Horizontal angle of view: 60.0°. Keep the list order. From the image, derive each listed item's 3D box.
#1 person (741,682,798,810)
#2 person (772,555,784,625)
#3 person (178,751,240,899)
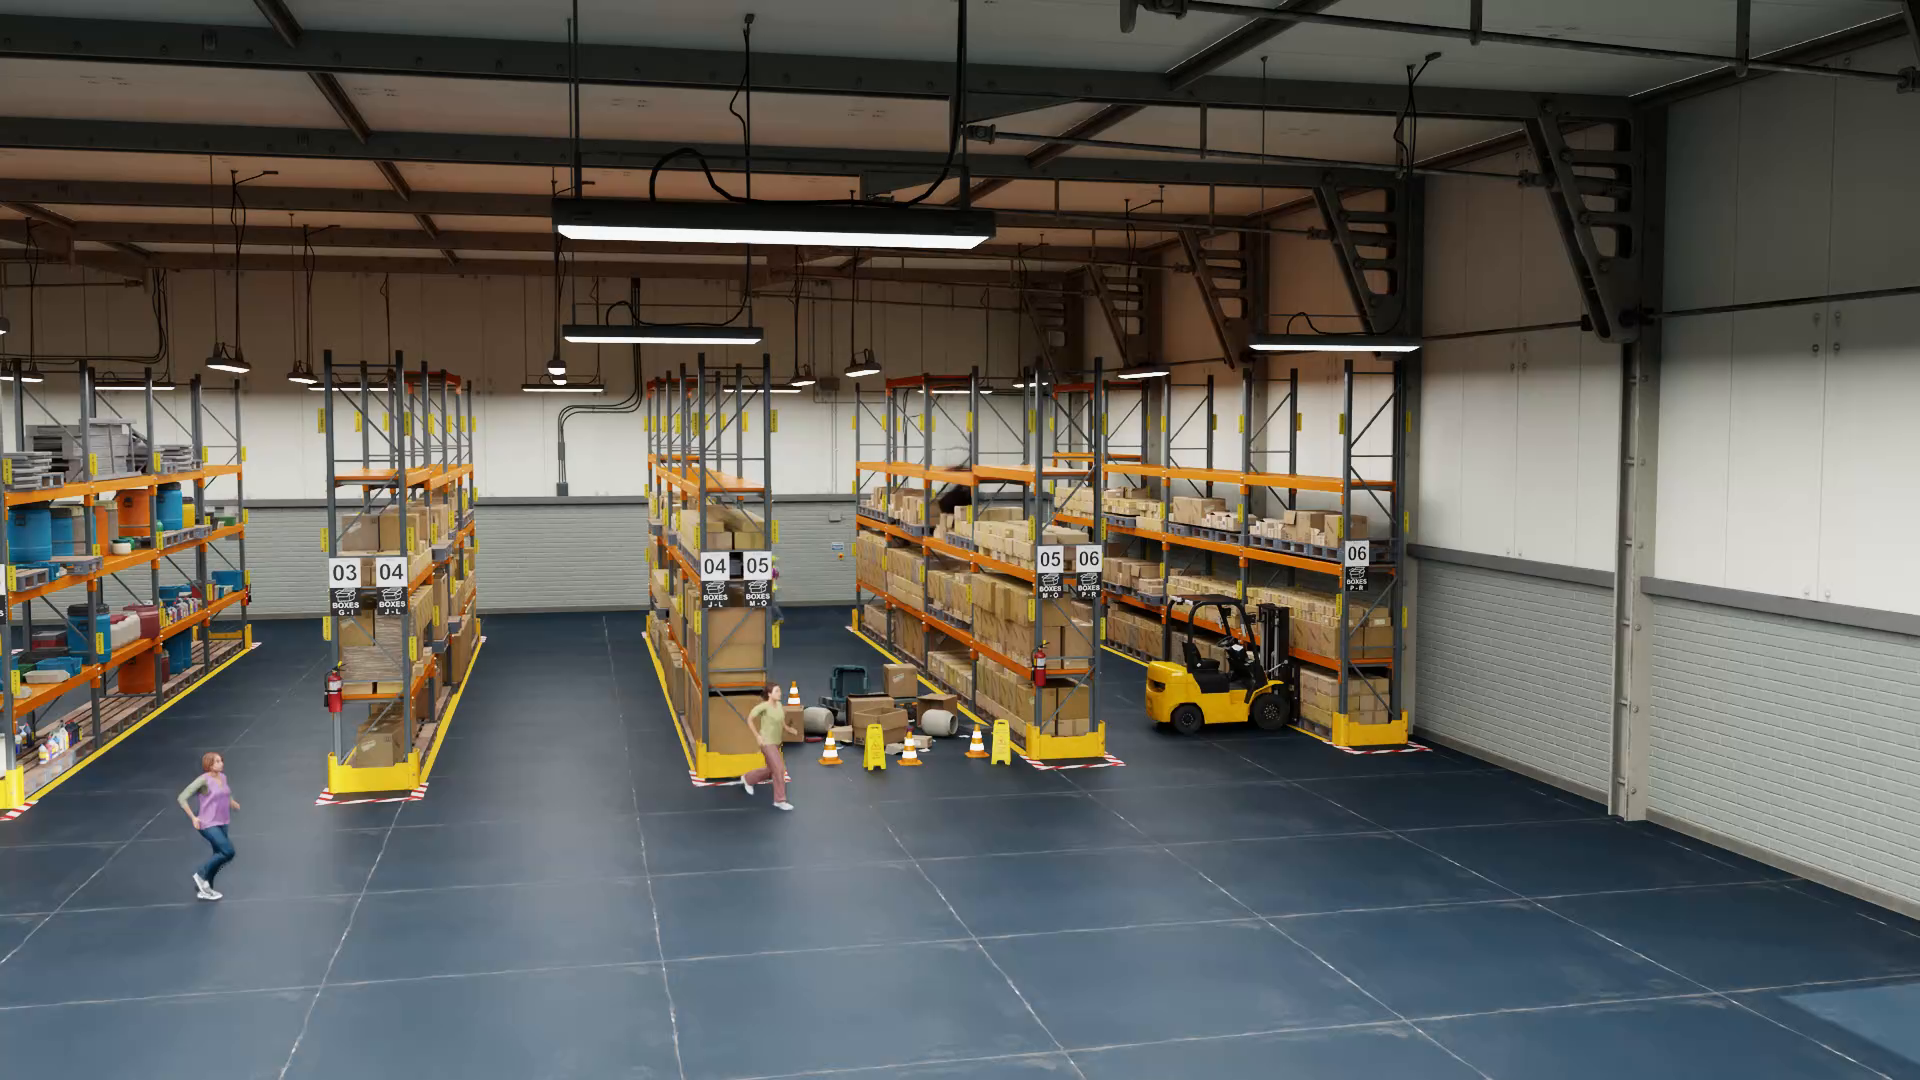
[{"bbox_3d":[-2.549,2.673,21.774,0.888,1.648,0.559,2,5,30],"label":"person"},{"bbox_3d":[-4.723,1.268,41.100,0.742,1.819,0.669,-1,4,-20],"label":"person"},{"bbox_3d":[-7.800,3.001,17.446,0.552,1.562,0.533,1,4,11],"label":"person"}]
